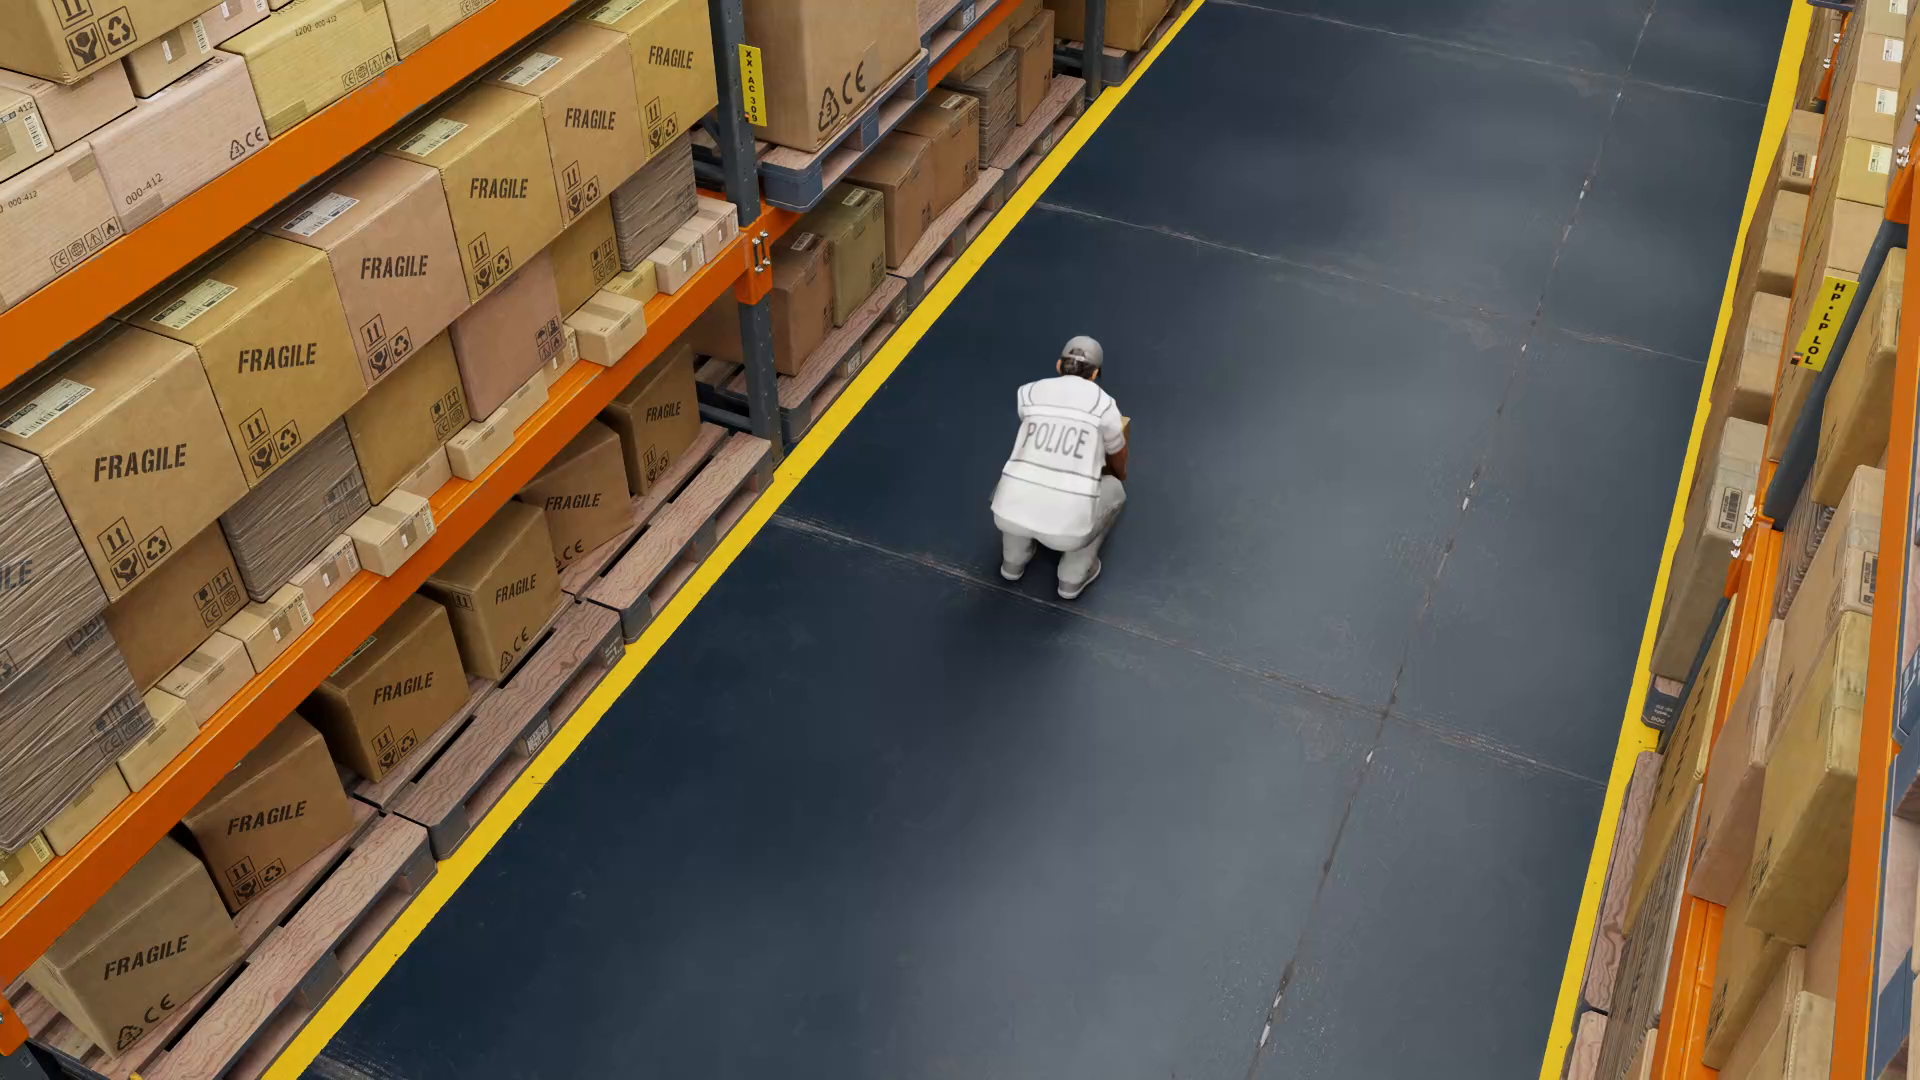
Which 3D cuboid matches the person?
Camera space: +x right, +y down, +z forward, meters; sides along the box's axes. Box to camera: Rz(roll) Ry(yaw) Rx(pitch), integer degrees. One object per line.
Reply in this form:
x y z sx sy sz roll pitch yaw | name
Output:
0.437 -0.294 7.027 0.508 0.949 0.877 16 45 17 | person
